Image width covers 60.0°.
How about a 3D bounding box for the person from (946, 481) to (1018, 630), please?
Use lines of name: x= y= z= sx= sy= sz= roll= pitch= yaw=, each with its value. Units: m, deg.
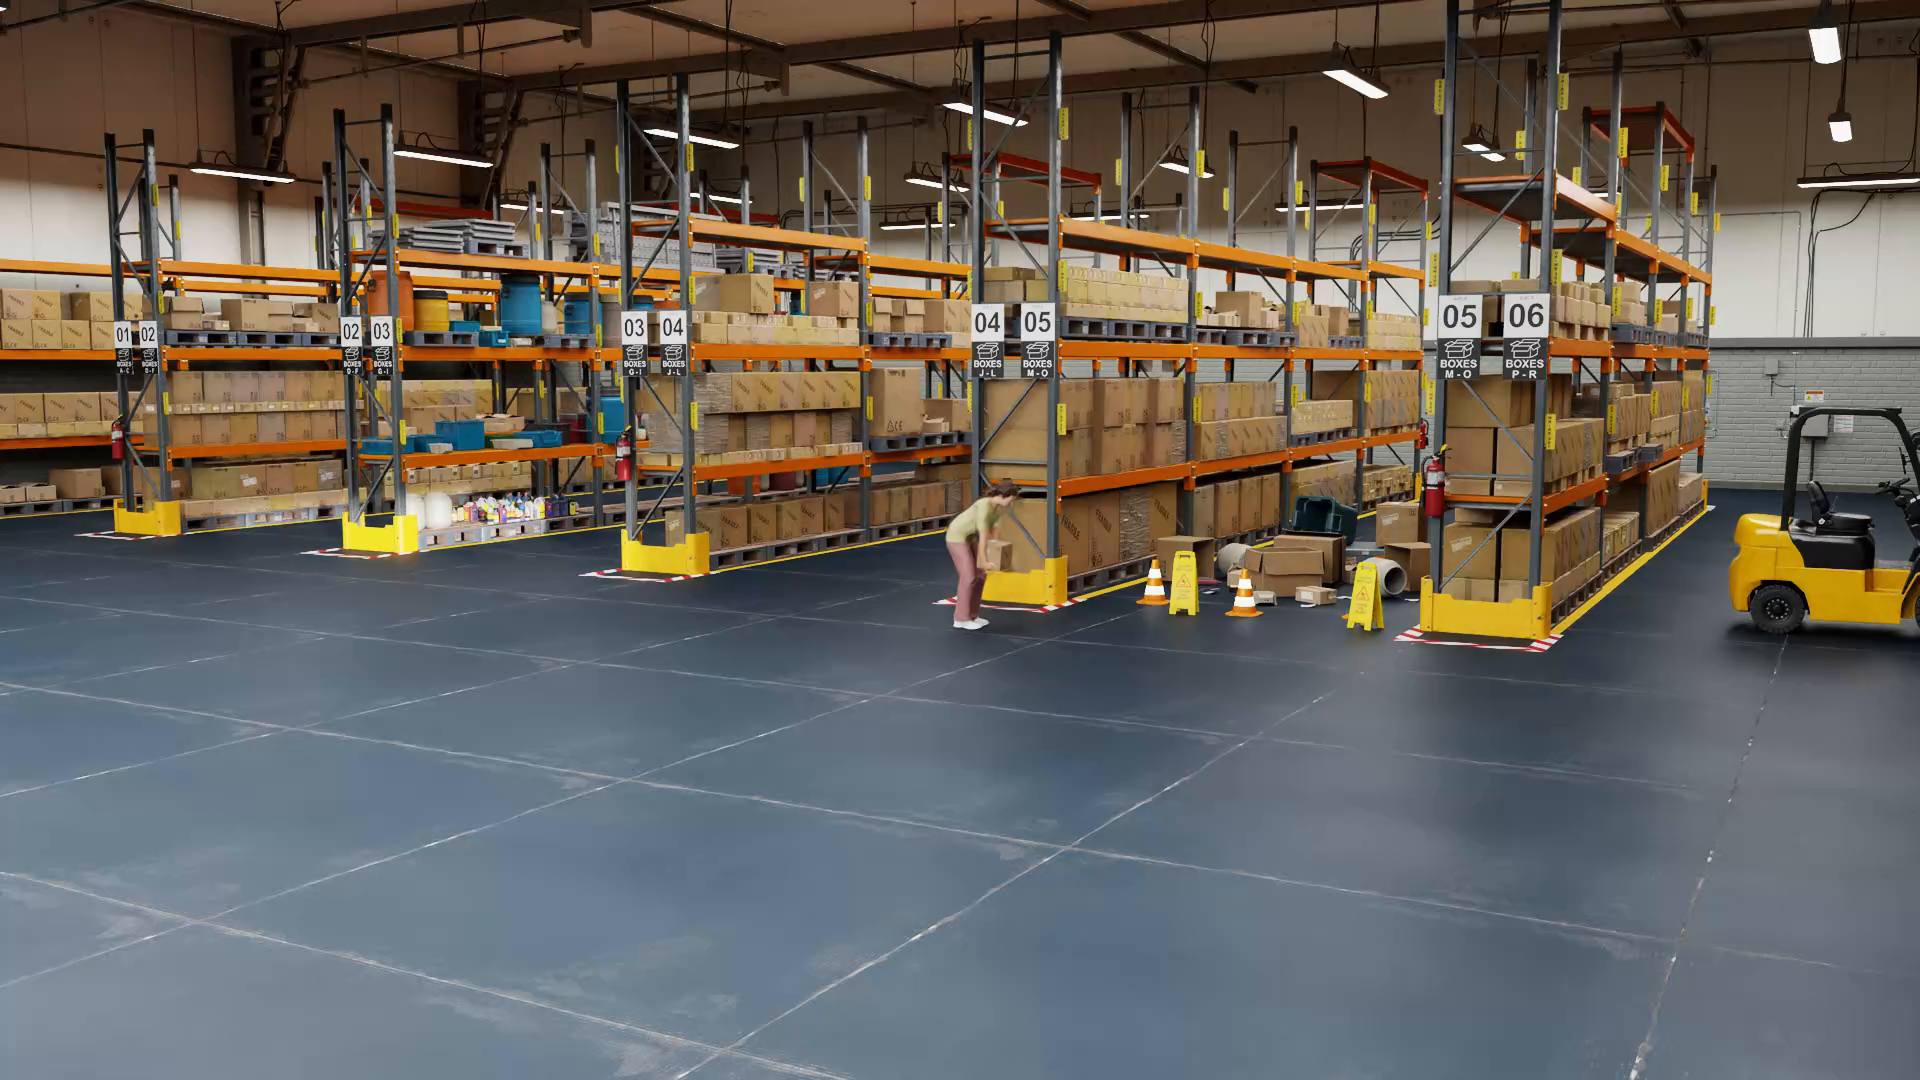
person: x=0.224 y=0.141 z=16.113 sx=0.730 sy=1.445 sz=0.398 roll=3 pitch=7 yaw=27
